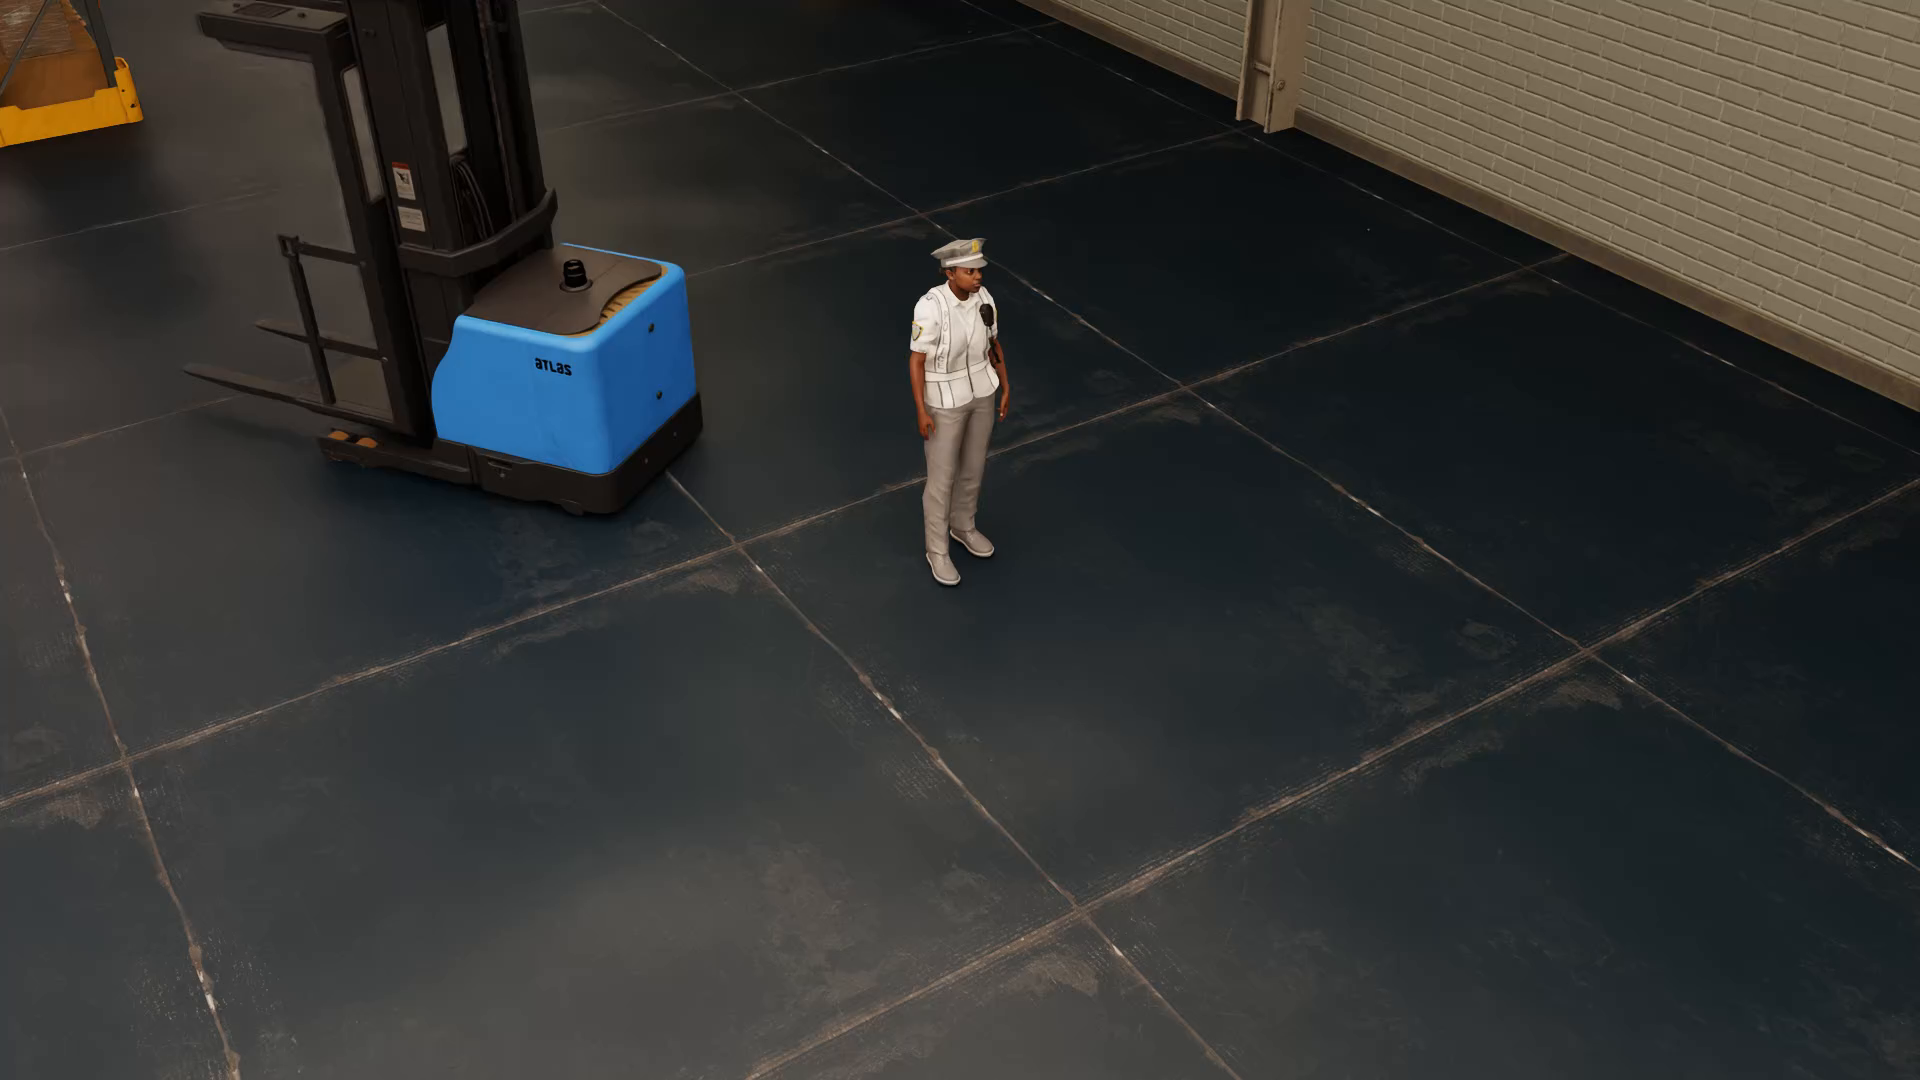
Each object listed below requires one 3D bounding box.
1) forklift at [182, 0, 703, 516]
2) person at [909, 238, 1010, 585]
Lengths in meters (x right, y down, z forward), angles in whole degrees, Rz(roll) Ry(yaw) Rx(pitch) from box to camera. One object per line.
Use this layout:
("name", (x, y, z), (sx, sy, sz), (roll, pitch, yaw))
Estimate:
("forklift", (-3.033, -1.867, 8.804), (3.031, 2.935, 1.130), (13, 37, 18))
("person", (0.024, -0.657, 8.145), (0.569, 1.695, 0.528), (-21, 40, -27))
